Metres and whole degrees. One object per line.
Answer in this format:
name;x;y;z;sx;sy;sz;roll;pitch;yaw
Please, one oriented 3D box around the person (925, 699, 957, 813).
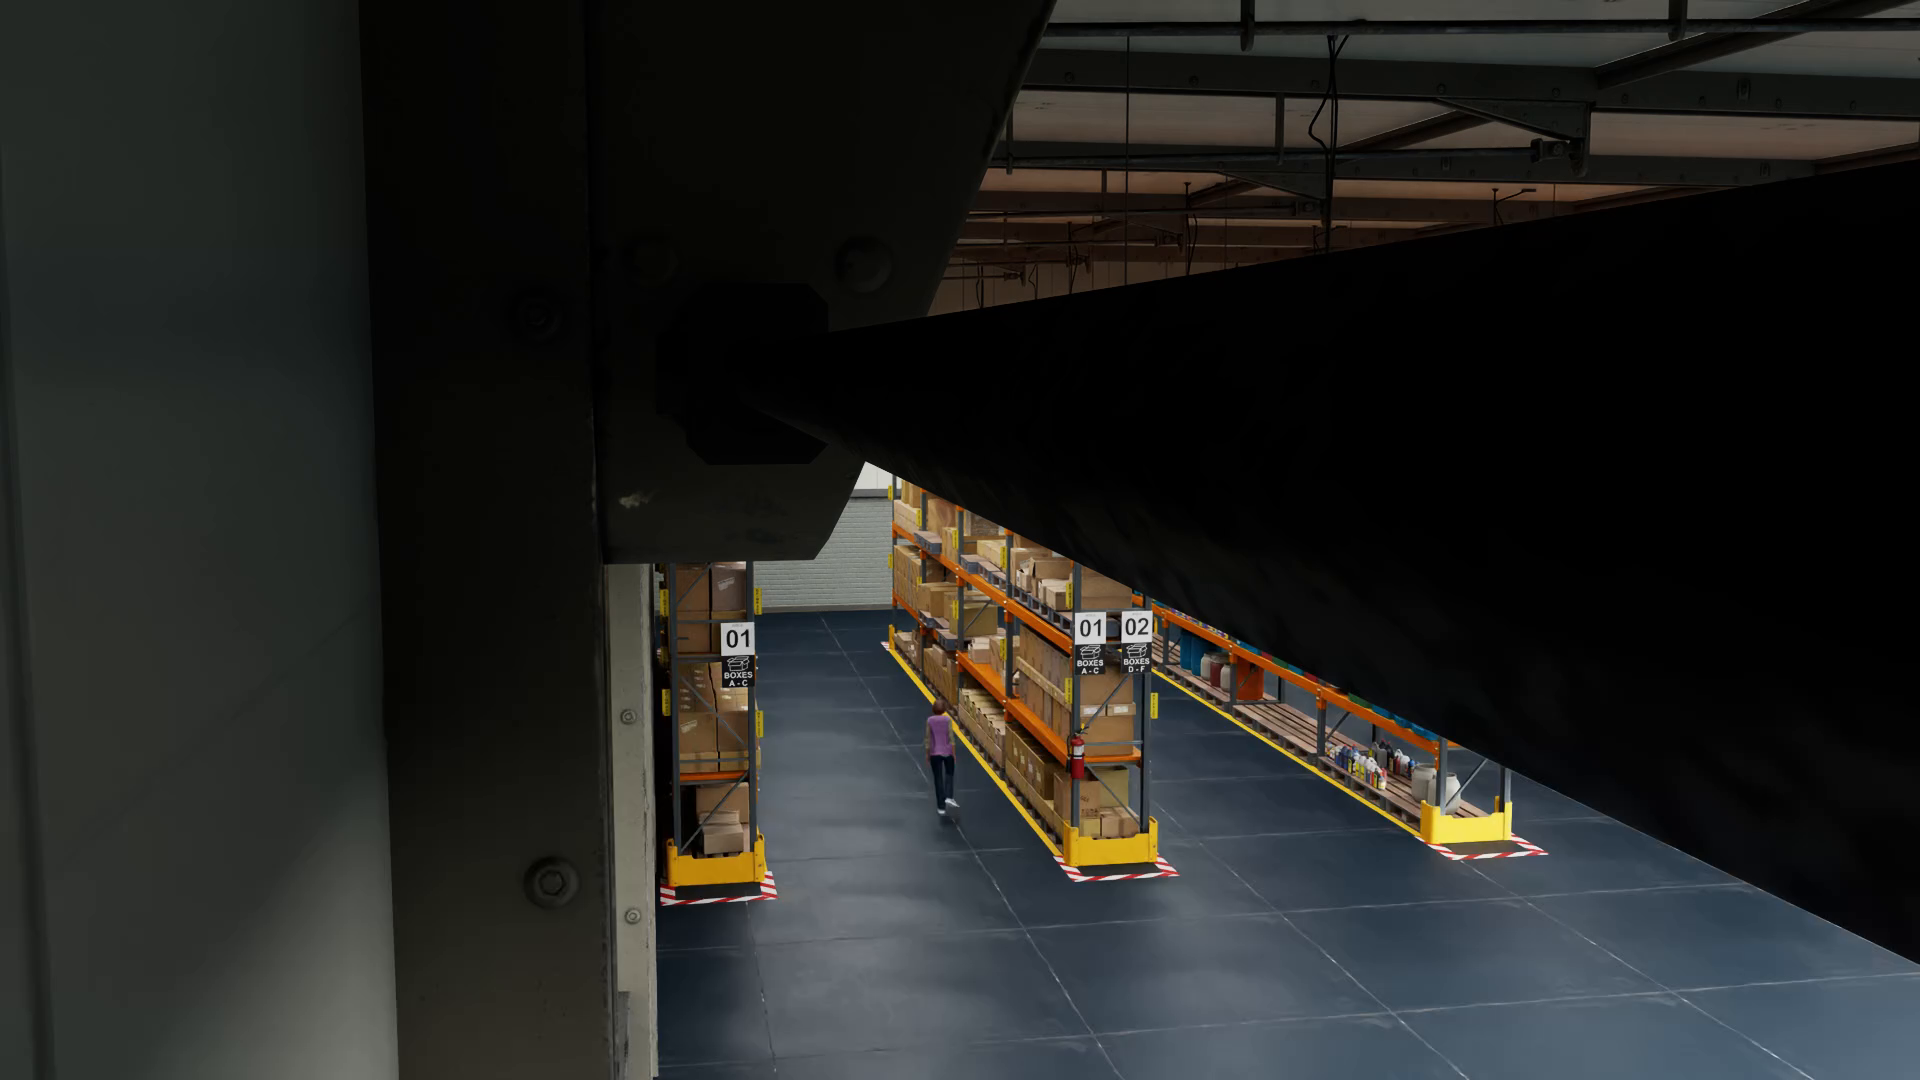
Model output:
person;-0.263;3.019;23.275;0.443;1.586;0.441;0;6;-4
